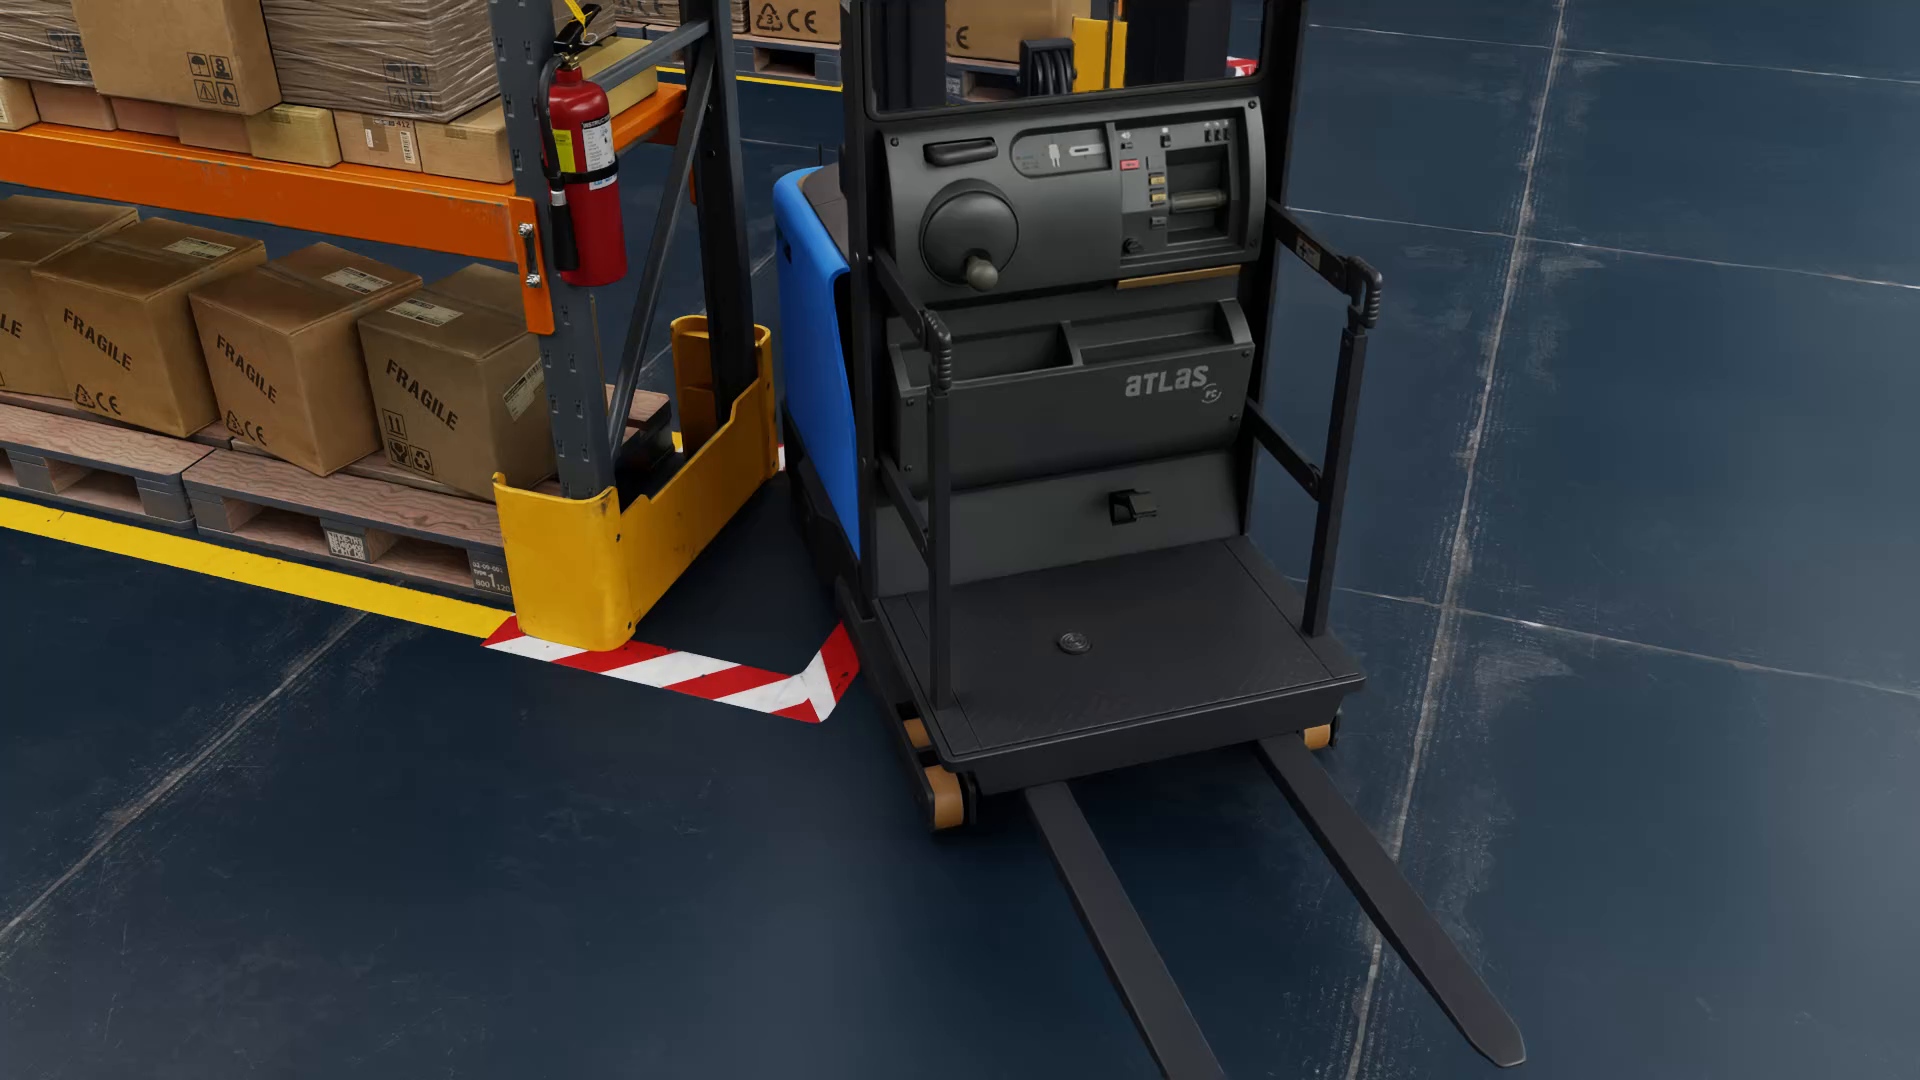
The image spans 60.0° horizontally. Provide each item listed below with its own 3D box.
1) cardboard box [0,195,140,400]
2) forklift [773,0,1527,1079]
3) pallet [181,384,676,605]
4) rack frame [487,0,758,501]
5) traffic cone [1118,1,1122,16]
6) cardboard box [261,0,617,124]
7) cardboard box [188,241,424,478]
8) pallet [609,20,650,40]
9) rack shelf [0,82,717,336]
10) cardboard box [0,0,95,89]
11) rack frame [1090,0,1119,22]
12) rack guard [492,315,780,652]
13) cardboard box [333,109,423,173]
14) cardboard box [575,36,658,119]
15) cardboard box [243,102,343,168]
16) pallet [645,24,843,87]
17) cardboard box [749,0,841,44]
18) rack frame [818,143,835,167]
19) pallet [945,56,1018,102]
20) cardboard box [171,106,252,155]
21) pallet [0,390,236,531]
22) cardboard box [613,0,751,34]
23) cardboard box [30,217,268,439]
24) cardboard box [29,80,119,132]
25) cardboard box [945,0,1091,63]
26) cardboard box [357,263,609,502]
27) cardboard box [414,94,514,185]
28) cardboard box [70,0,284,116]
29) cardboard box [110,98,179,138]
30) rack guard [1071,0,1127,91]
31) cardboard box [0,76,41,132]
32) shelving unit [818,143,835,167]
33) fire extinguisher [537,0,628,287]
[{"bbox_3d":[-3.130,-0.837,5.698,0.500,0.500,0.500,8,34,12],"label":"cardboard box"},{"bbox_3d":[0.346,-0.755,3.717,1.130,2.935,3.031,-10,34,-14],"label":"forklift"},{"bbox_3d":[-1.705,-0.256,5.451,1.213,0.211,1.003,11,34,16],"label":"pallet"},{"bbox_3d":[-0.880,-1.246,4.415,0.127,3.000,1.000,11,34,16],"label":"rack frame"},{"bbox_3d":[0.867,-3.517,10.271,0.334,0.463,0.336,11,34,16],"label":"traffic cone"},{"bbox_3d":[-1.389,-1.528,4.485,0.500,0.500,0.875,11,34,16],"label":"cardboard box"},{"bbox_3d":[-2.037,-0.587,5.312,0.500,0.500,0.500,21,38,29],"label":"cardboard box"},{"bbox_3d":[-2.188,-3.142,9.922,1.213,0.211,1.003,11,34,16],"label":"pallet"},{"bbox_3d":[-2.763,-1.310,5.177,4.000,0.370,1.077,11,34,16],"label":"rack shelf"},{"bbox_3d":[-2.356,-1.672,4.708,0.500,0.500,0.875,11,34,16],"label":"cardboard box"},{"bbox_3d":[0.888,-3.761,8.309,0.127,3.000,1.000,11,34,16],"label":"rack frame"},{"bbox_3d":[-0.952,-0.210,5.115,0.348,0.500,1.175,11,34,16],"label":"rack guard"},{"bbox_3d":[-1.453,-1.134,4.472,0.250,0.149,0.380,11,34,16],"label":"cardboard box"},{"bbox_3d":[-1.068,-1.315,4.752,0.250,0.149,0.380,11,34,16],"label":"cardboard box"},{"bbox_3d":[-1.706,-1.153,4.502,0.250,0.149,0.380,11,34,16],"label":"cardboard box"},{"bbox_3d":[-1.035,-2.920,9.577,1.213,0.211,1.003,11,34,16],"label":"pallet"},{"bbox_3d":[-0.601,-3.295,9.159,0.875,0.875,0.875,10,34,16],"label":"cardboard box"},{"bbox_3d":[-0.415,-0.764,5.465,0.008,1.050,0.200,-10,34,-15],"label":"rack frame"},{"bbox_3d":[0.109,-2.695,9.230,1.213,0.211,1.003,11,34,16],"label":"pallet"},{"bbox_3d":[-1.936,-1.207,4.585,0.250,0.149,0.380,11,34,16],"label":"cardboard box"},{"bbox_3d":[-2.849,-0.480,5.798,1.213,0.211,1.003,11,34,16],"label":"pallet"},{"bbox_3d":[-1.459,-3.462,9.419,0.875,0.875,0.875,11,35,17],"label":"cardboard box"},{"bbox_3d":[-2.620,-0.712,5.504,0.500,0.500,0.500,14,35,21],"label":"cardboard box"},{"bbox_3d":[-2.400,-1.308,4.742,0.250,0.149,0.380,11,34,16],"label":"cardboard box"},{"bbox_3d":[0.228,-3.135,8.911,0.875,0.875,0.875,11,35,17],"label":"cardboard box"},{"bbox_3d":[-1.462,-0.495,5.169,0.500,0.500,0.500,18,37,25],"label":"cardboard box"},{"bbox_3d":[-1.218,-1.088,4.401,0.250,0.149,0.380,11,34,16],"label":"cardboard box"},{"bbox_3d":[-1.900,-1.558,4.532,0.500,0.500,0.875,11,34,16],"label":"cardboard box"},{"bbox_3d":[-2.157,-1.274,4.689,0.250,0.149,0.380,11,34,16],"label":"cardboard box"},{"bbox_3d":[0.911,-2.706,8.980,0.348,0.500,1.175,11,34,16],"label":"rack guard"},{"bbox_3d":[-2.666,-1.308,4.743,0.250,0.149,0.380,11,34,16],"label":"cardboard box"},{"bbox_3d":[-0.299,-0.784,5.497,0.252,1.050,0.215,-10,34,-15],"label":"shelving unit"},{"bbox_3d":[-0.928,-0.958,4.039,0.183,0.674,0.296,11,34,16],"label":"fire extinguisher"}]
